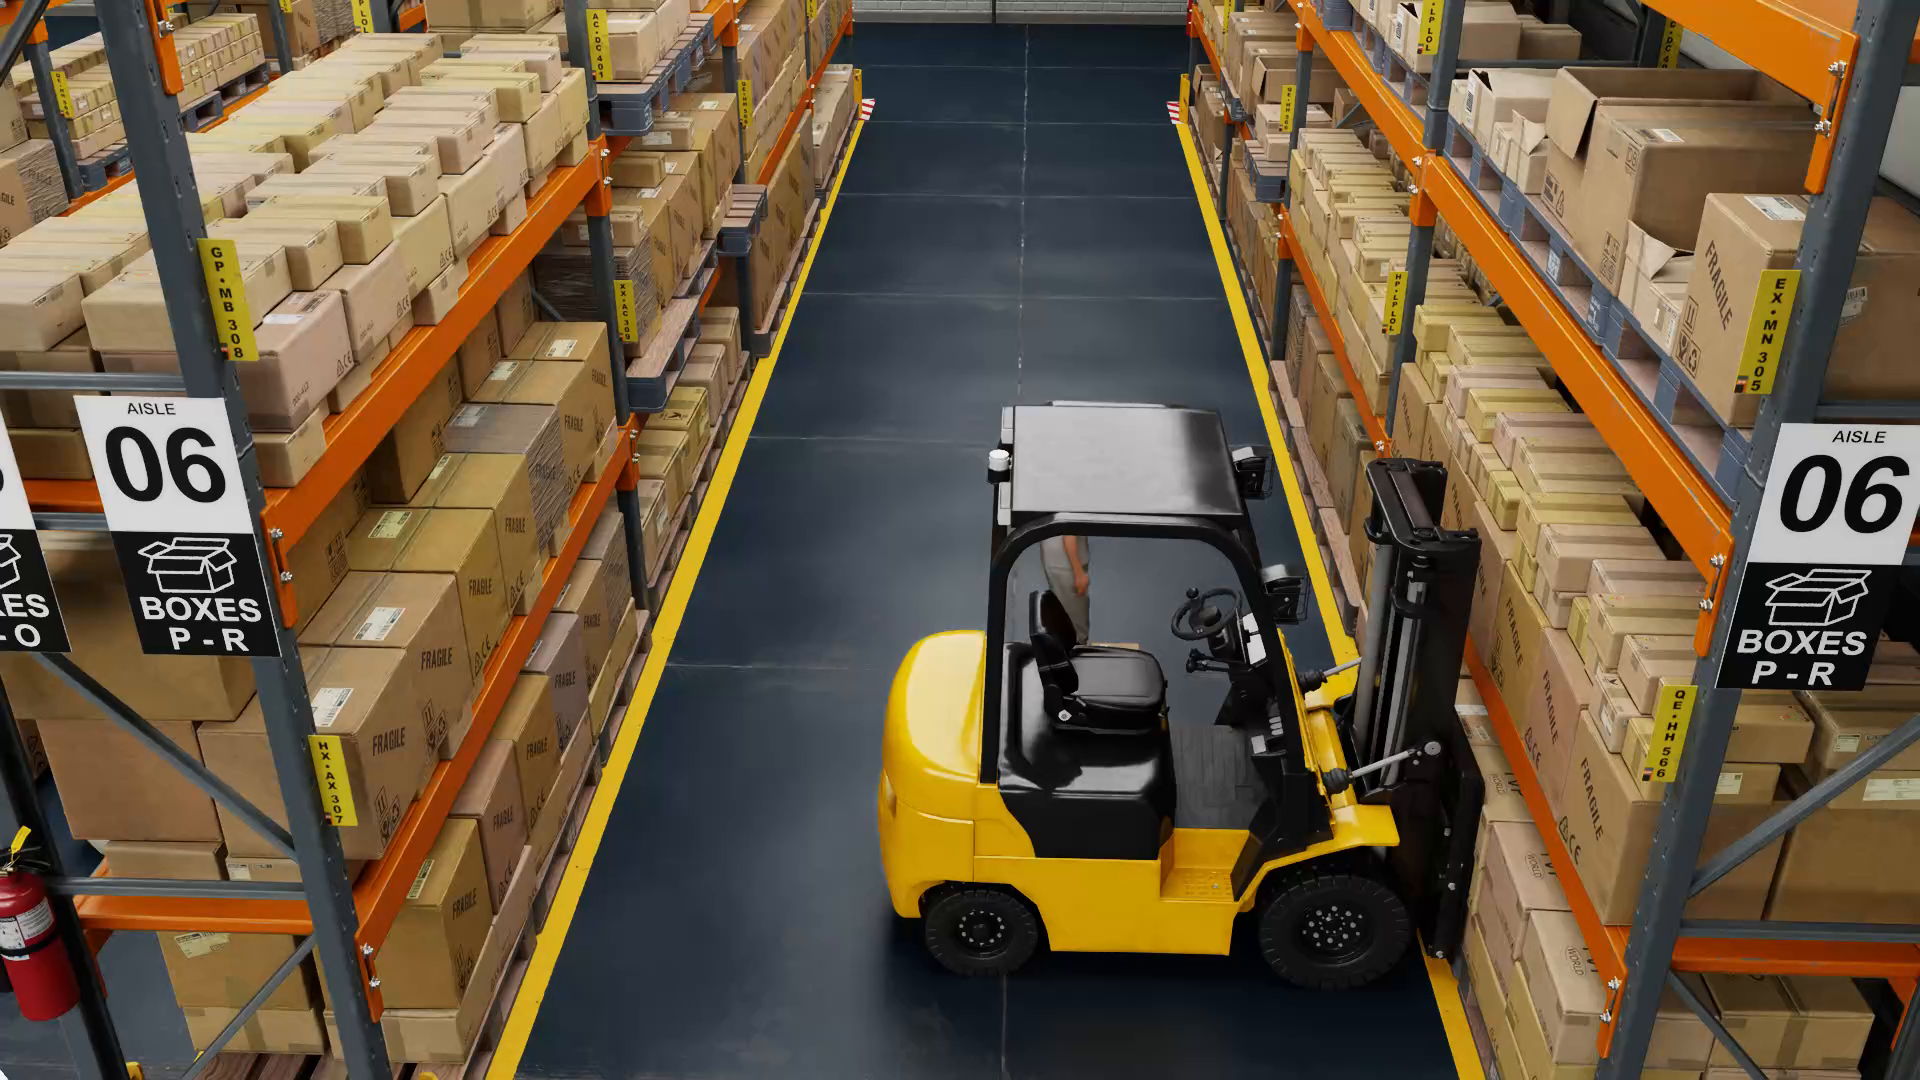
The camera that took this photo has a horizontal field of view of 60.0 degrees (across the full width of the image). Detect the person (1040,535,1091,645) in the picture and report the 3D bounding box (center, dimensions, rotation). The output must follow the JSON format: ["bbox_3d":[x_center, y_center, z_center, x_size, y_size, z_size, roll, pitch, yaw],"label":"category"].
[{"bbox_3d":[0.575,0.090,8.455,0.352,1.672,0.495,1,28,1],"label":"person"}]
